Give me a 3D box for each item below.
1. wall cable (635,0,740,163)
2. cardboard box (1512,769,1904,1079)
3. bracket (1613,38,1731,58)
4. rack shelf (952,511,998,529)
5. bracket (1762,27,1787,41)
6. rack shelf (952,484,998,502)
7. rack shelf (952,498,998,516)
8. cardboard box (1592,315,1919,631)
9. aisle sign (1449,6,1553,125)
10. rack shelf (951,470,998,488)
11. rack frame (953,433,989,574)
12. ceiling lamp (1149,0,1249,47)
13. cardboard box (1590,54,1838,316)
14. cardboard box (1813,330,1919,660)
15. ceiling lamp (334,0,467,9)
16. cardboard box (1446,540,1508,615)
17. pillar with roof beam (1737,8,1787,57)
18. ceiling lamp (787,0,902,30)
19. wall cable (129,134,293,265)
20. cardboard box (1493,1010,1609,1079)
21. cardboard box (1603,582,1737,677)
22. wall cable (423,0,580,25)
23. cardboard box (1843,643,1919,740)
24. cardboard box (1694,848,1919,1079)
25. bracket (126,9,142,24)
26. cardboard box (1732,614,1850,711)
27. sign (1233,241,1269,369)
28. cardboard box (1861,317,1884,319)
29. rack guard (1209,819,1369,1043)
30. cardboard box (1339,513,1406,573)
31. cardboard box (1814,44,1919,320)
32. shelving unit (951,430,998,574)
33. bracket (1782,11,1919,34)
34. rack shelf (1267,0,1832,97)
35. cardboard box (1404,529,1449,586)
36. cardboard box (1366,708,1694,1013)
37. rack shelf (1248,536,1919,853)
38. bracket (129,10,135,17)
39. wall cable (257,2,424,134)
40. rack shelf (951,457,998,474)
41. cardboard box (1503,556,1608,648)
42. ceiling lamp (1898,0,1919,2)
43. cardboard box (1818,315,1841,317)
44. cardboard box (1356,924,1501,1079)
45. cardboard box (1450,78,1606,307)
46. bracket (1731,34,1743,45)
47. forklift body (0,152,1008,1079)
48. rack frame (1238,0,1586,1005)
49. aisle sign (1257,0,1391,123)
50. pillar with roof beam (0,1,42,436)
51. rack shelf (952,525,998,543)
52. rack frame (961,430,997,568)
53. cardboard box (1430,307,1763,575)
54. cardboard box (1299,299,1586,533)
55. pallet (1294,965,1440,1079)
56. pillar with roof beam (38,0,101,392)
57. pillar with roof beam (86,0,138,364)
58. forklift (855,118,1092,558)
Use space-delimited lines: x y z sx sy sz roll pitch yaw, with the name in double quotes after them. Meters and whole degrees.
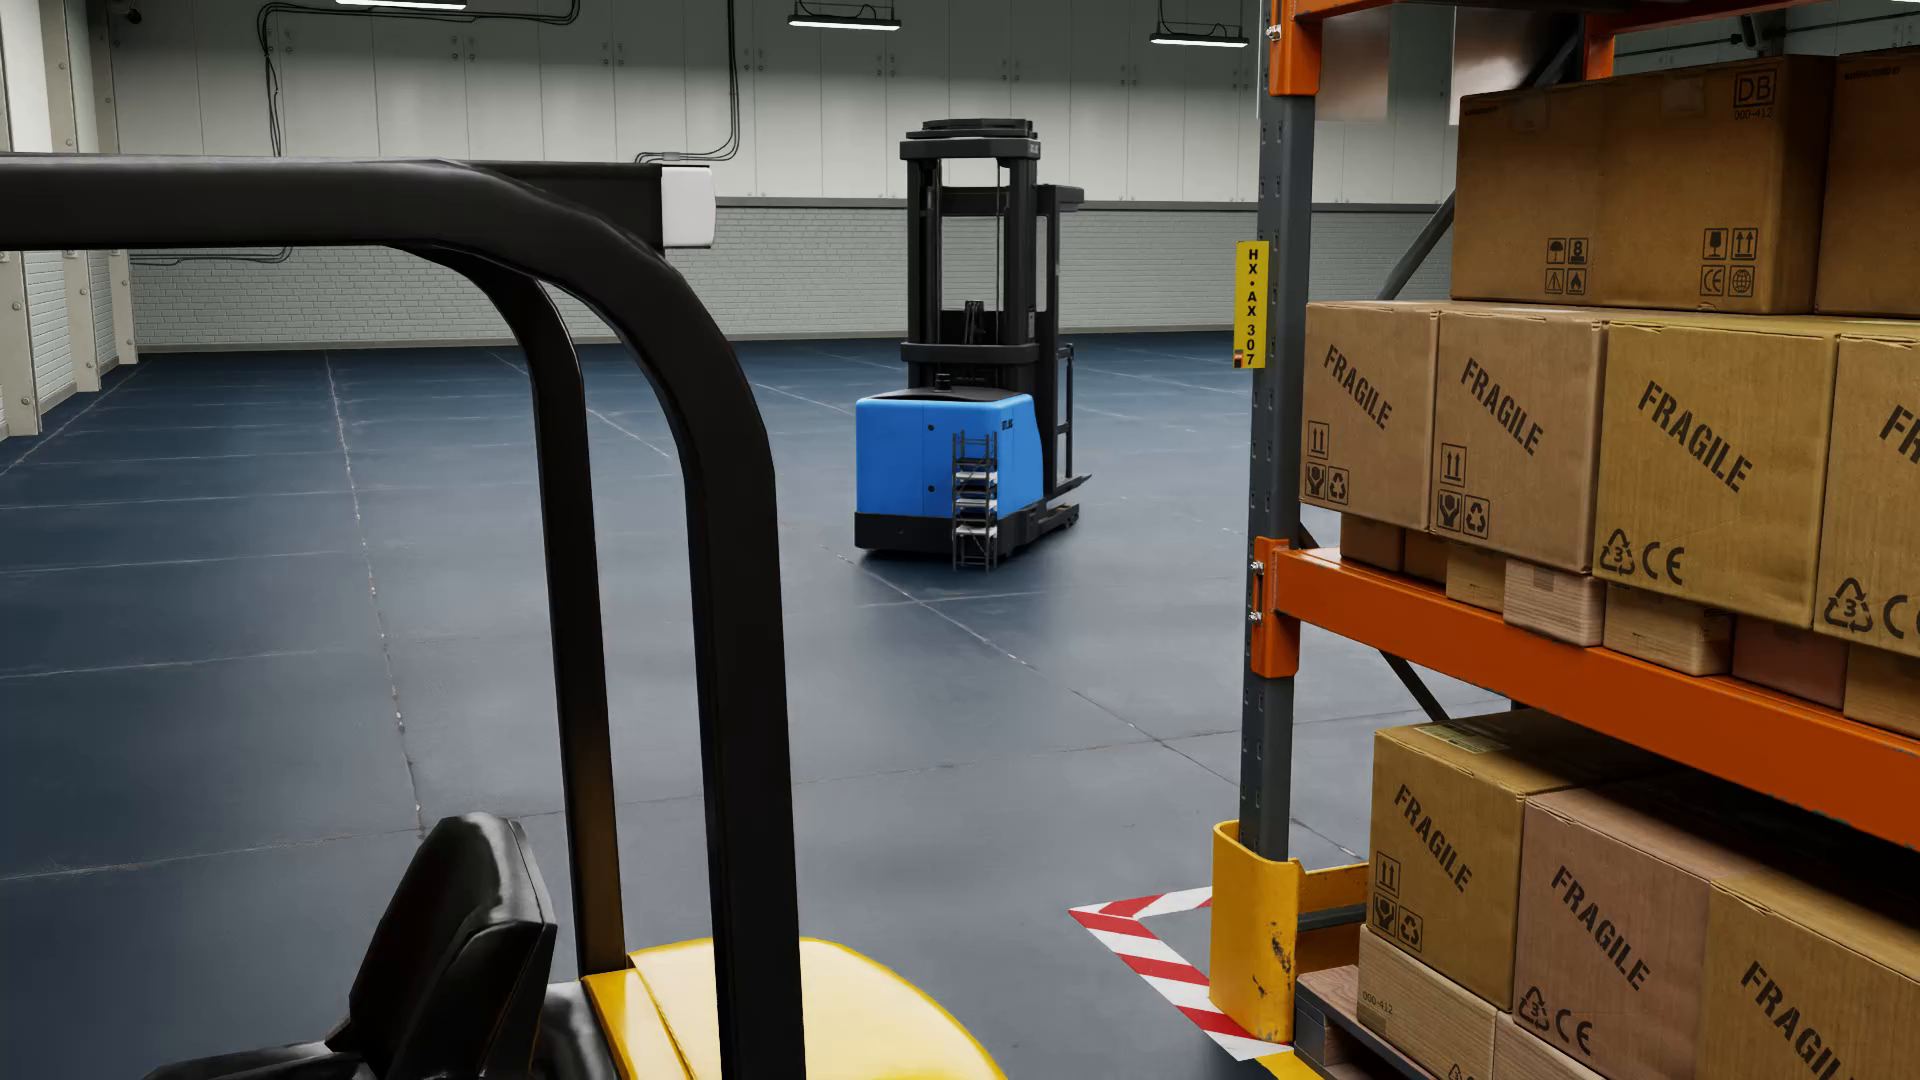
-5.805 -10.418 35.084 2.305 6.003 0.169 -4 11 -21 "wall cable"
1.498 0.801 3.366 0.500 0.500 0.500 -4 11 -23 "cardboard box"
15.289 -10.840 36.886 0.076 0.066 4.783 -4 11 -21 "bracket"
0.097 -0.128 10.773 0.258 0.077 0.200 3 11 15 "rack shelf"
16.529 -10.281 33.745 0.235 0.232 0.430 -4 11 -21 "bracket"
0.097 -0.305 10.741 0.258 0.077 0.200 3 11 15 "rack shelf"
0.097 -0.217 10.757 0.258 0.077 0.200 3 11 15 "rack shelf"
1.550 -0.149 3.056 0.500 0.500 0.500 -4 11 -22 "cardboard box"
1.508 -1.524 4.499 0.394 0.787 0.004 -4 11 -21 "aisle sign"
0.096 -0.394 10.726 0.258 0.077 0.200 3 11 15 "rack shelf"
0.069 -0.232 10.655 0.240 0.900 0.006 3 11 15 "rack frame"
4.471 -11.041 31.628 2.000 3.185 0.800 -4 11 -21 "ceiling lamp"
1.825 -0.751 3.586 0.700 0.500 0.500 -4 11 -20 "cardboard box"
1.742 -0.066 2.593 0.500 0.500 0.500 -4 11 -22 "cardboard box"
-8.997 -10.124 26.472 2.000 3.185 0.800 -4 11 -21 "ceiling lamp"
1.316 0.066 3.703 0.380 0.149 0.250 -4 11 -23 "cardboard box"
12.697 -8.326 33.031 9.100 9.000 0.548 -4 11 -21 "pillar with roof beam"
-2.109 -10.593 29.109 2.000 3.185 0.800 -4 11 -21 "ceiling lamp"
-14.659 -6.615 32.282 3.097 2.526 0.112 -4 11 -21 "wall cable"
1.473 1.165 3.460 0.500 0.250 0.500 -3 11 -19 "cardboard box"
1.490 0.150 3.229 0.380 0.149 0.250 -4 11 -19 "cardboard box"
-9.253 -11.709 33.510 3.097 2.526 0.112 -4 11 -21 "wall cable"
1.710 0.234 2.755 0.380 0.149 0.250 -4 11 -22 "cardboard box"
1.672 0.883 2.902 0.500 0.500 0.500 -4 11 -20 "cardboard box"
-15.502 -9.829 31.202 0.235 0.232 0.430 -4 11 -21 "bracket"
1.642 0.189 3.008 0.380 0.149 0.250 -4 11 -19 "cardboard box"
0.755 -0.607 4.297 0.100 0.325 0.005 -4 11 -21 "sign"
2.069 -0.176 3.210 0.500 0.500 0.500 -4 11 -21 "cardboard box"
1.288 1.028 4.715 1.175 0.500 0.348 -4 11 -21 "rack guard"
1.191 -0.023 4.202 0.380 0.149 0.250 -4 11 -21 "cardboard box"
2.106 -0.674 3.154 0.700 0.500 0.500 -4 11 -22 "cardboard box"
0.097 -0.249 10.751 0.258 0.900 0.210 3 11 15 "shelving unit"
17.463 -9.860 31.380 0.076 0.066 4.783 -4 11 -21 "bracket"
1.985 -1.012 2.531 1.077 0.370 4.000 -4 11 -21 "rack shelf"
1.296 0.017 3.976 0.380 0.149 0.250 -4 11 -20 "cardboard box"
1.304 0.715 3.844 0.500 0.500 0.500 -4 11 -23 "cardboard box"
1.985 0.465 2.794 1.077 0.370 4.000 -4 11 -21 "rack shelf"
-15.288 -9.732 30.660 0.076 0.066 3.189 -4 11 -21 "bracket"
-12.137 -9.274 32.805 3.097 2.526 0.112 -4 11 -21 "wall cable"
0.096 -0.482 10.710 0.258 0.077 0.200 3 11 15 "rack shelf"
1.365 0.110 3.454 0.380 0.149 0.250 -4 11 -20 "cardboard box"
14.614 -10.040 25.883 2.000 3.144 0.800 -4 11 -21 "ceiling lamp"
1.891 -0.258 3.670 0.500 0.500 0.500 -4 11 -21 "cardboard box"
1.295 1.081 3.931 0.500 0.250 0.500 -4 11 -21 "cardboard box"
1.649 -0.834 4.053 0.700 0.500 0.500 -4 11 -22 "cardboard box"
16.229 -10.416 34.506 0.235 0.232 0.430 -4 11 -21 "bracket"
-0.977 0.712 1.777 2.313 2.155 1.214 -4 11 -21 "forklift body"
1.261 -0.215 4.566 1.000 3.000 0.127 -4 11 -21 "rack frame"
0.949 -1.486 4.285 0.394 0.787 0.004 -4 11 -21 "aisle sign"
-6.463 -5.894 19.359 9.100 9.000 0.400 -4 11 -21 "pillar with roof beam"
0.097 -0.039 10.789 0.258 0.077 0.200 3 11 15 "rack shelf"
0.124 -0.267 10.848 0.240 0.900 0.006 3 11 15 "rack frame"
1.364 -0.232 3.523 0.500 0.500 0.500 -4 11 -19 "cardboard box"
1.174 -0.316 3.998 0.500 0.500 0.500 -4 11 -22 "cardboard box"
1.549 1.305 3.982 1.003 0.211 1.213 -4 11 -21 "pallet"
-8.637 -6.873 24.865 9.100 9.000 0.400 -4 11 -21 "pillar with roof beam"
-10.811 -7.853 30.371 9.100 9.000 0.548 -4 11 -21 "pillar with roof beam"
0.263 -1.541 12.215 1.130 2.935 3.031 4 11 19 "forklift"
